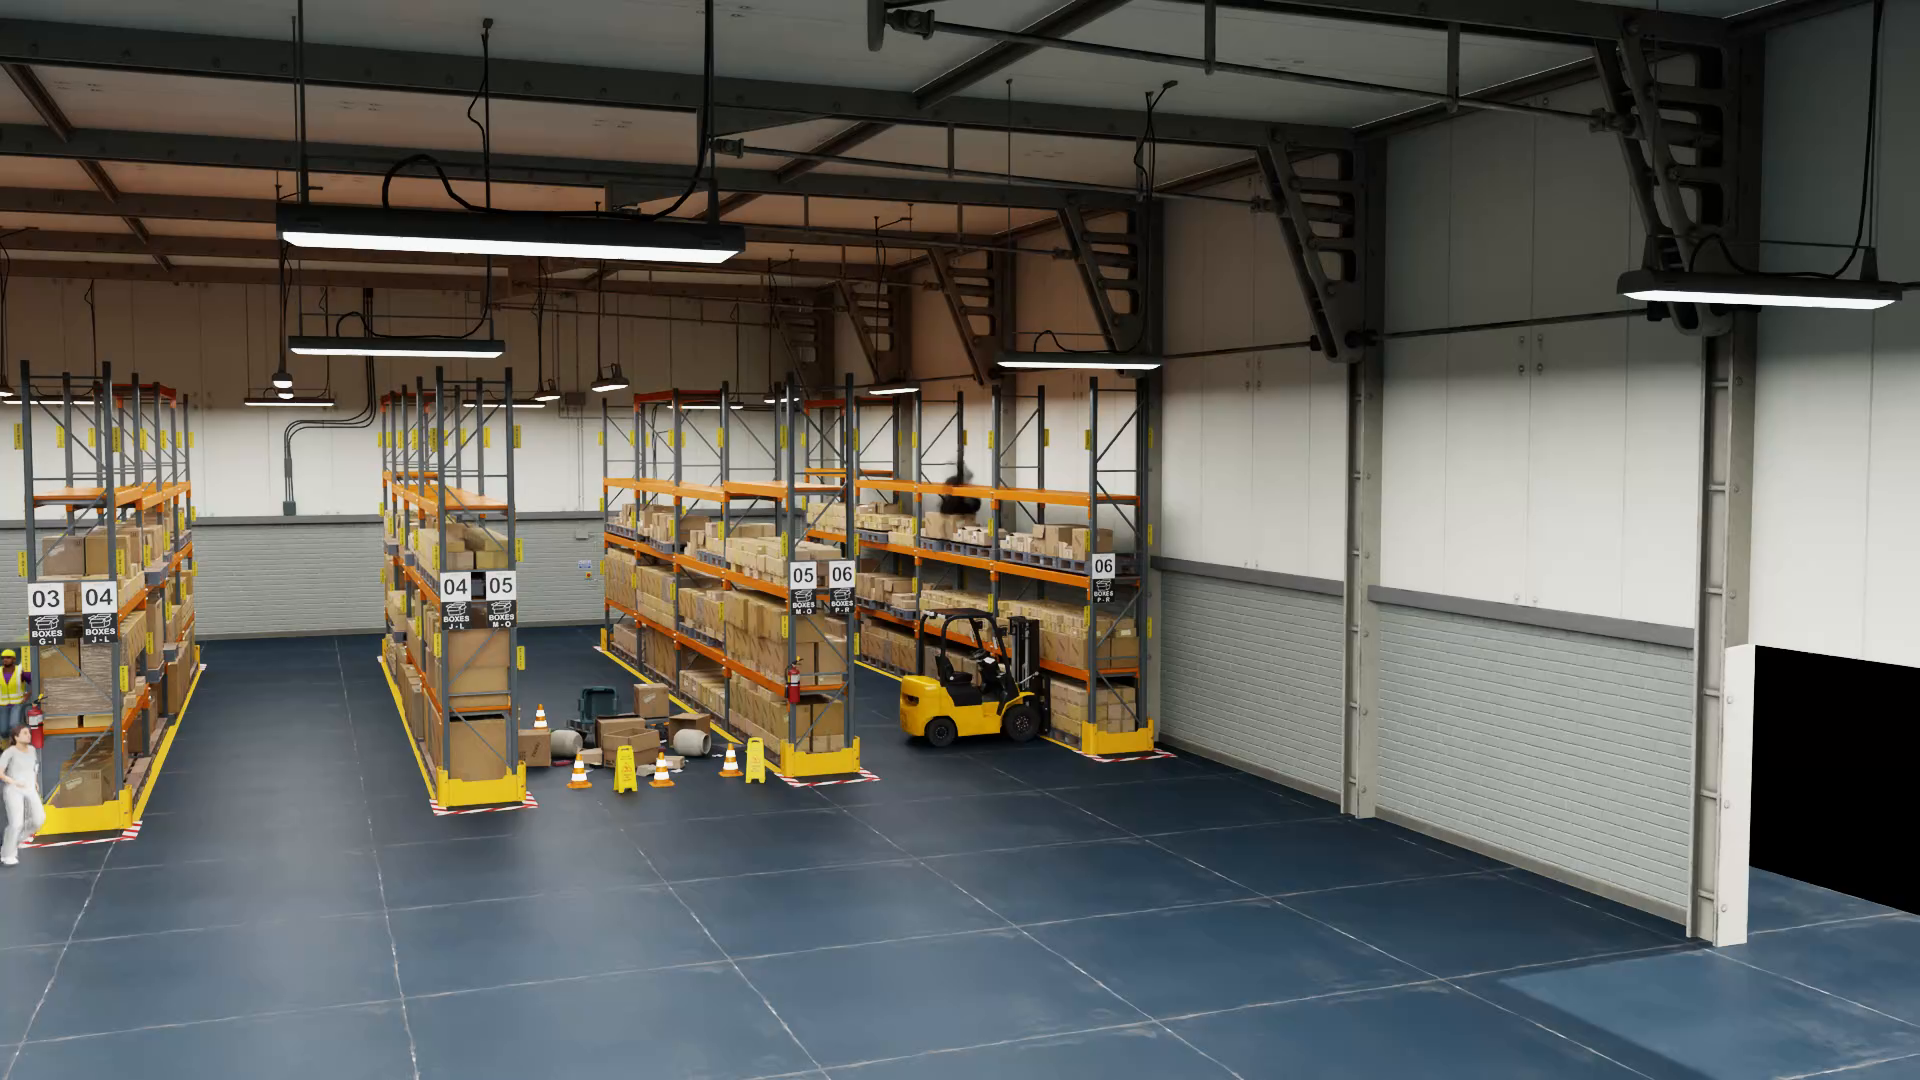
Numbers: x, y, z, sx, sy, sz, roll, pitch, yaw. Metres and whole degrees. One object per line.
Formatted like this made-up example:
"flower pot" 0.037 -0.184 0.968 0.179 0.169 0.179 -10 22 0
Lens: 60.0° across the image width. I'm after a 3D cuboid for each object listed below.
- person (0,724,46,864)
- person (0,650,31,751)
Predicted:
"person" -11.116 3.002 19.741 0.512 1.631 0.580 1 4 24
"person" -14.875 2.575 26.114 0.698 1.741 0.662 -1 4 -19
